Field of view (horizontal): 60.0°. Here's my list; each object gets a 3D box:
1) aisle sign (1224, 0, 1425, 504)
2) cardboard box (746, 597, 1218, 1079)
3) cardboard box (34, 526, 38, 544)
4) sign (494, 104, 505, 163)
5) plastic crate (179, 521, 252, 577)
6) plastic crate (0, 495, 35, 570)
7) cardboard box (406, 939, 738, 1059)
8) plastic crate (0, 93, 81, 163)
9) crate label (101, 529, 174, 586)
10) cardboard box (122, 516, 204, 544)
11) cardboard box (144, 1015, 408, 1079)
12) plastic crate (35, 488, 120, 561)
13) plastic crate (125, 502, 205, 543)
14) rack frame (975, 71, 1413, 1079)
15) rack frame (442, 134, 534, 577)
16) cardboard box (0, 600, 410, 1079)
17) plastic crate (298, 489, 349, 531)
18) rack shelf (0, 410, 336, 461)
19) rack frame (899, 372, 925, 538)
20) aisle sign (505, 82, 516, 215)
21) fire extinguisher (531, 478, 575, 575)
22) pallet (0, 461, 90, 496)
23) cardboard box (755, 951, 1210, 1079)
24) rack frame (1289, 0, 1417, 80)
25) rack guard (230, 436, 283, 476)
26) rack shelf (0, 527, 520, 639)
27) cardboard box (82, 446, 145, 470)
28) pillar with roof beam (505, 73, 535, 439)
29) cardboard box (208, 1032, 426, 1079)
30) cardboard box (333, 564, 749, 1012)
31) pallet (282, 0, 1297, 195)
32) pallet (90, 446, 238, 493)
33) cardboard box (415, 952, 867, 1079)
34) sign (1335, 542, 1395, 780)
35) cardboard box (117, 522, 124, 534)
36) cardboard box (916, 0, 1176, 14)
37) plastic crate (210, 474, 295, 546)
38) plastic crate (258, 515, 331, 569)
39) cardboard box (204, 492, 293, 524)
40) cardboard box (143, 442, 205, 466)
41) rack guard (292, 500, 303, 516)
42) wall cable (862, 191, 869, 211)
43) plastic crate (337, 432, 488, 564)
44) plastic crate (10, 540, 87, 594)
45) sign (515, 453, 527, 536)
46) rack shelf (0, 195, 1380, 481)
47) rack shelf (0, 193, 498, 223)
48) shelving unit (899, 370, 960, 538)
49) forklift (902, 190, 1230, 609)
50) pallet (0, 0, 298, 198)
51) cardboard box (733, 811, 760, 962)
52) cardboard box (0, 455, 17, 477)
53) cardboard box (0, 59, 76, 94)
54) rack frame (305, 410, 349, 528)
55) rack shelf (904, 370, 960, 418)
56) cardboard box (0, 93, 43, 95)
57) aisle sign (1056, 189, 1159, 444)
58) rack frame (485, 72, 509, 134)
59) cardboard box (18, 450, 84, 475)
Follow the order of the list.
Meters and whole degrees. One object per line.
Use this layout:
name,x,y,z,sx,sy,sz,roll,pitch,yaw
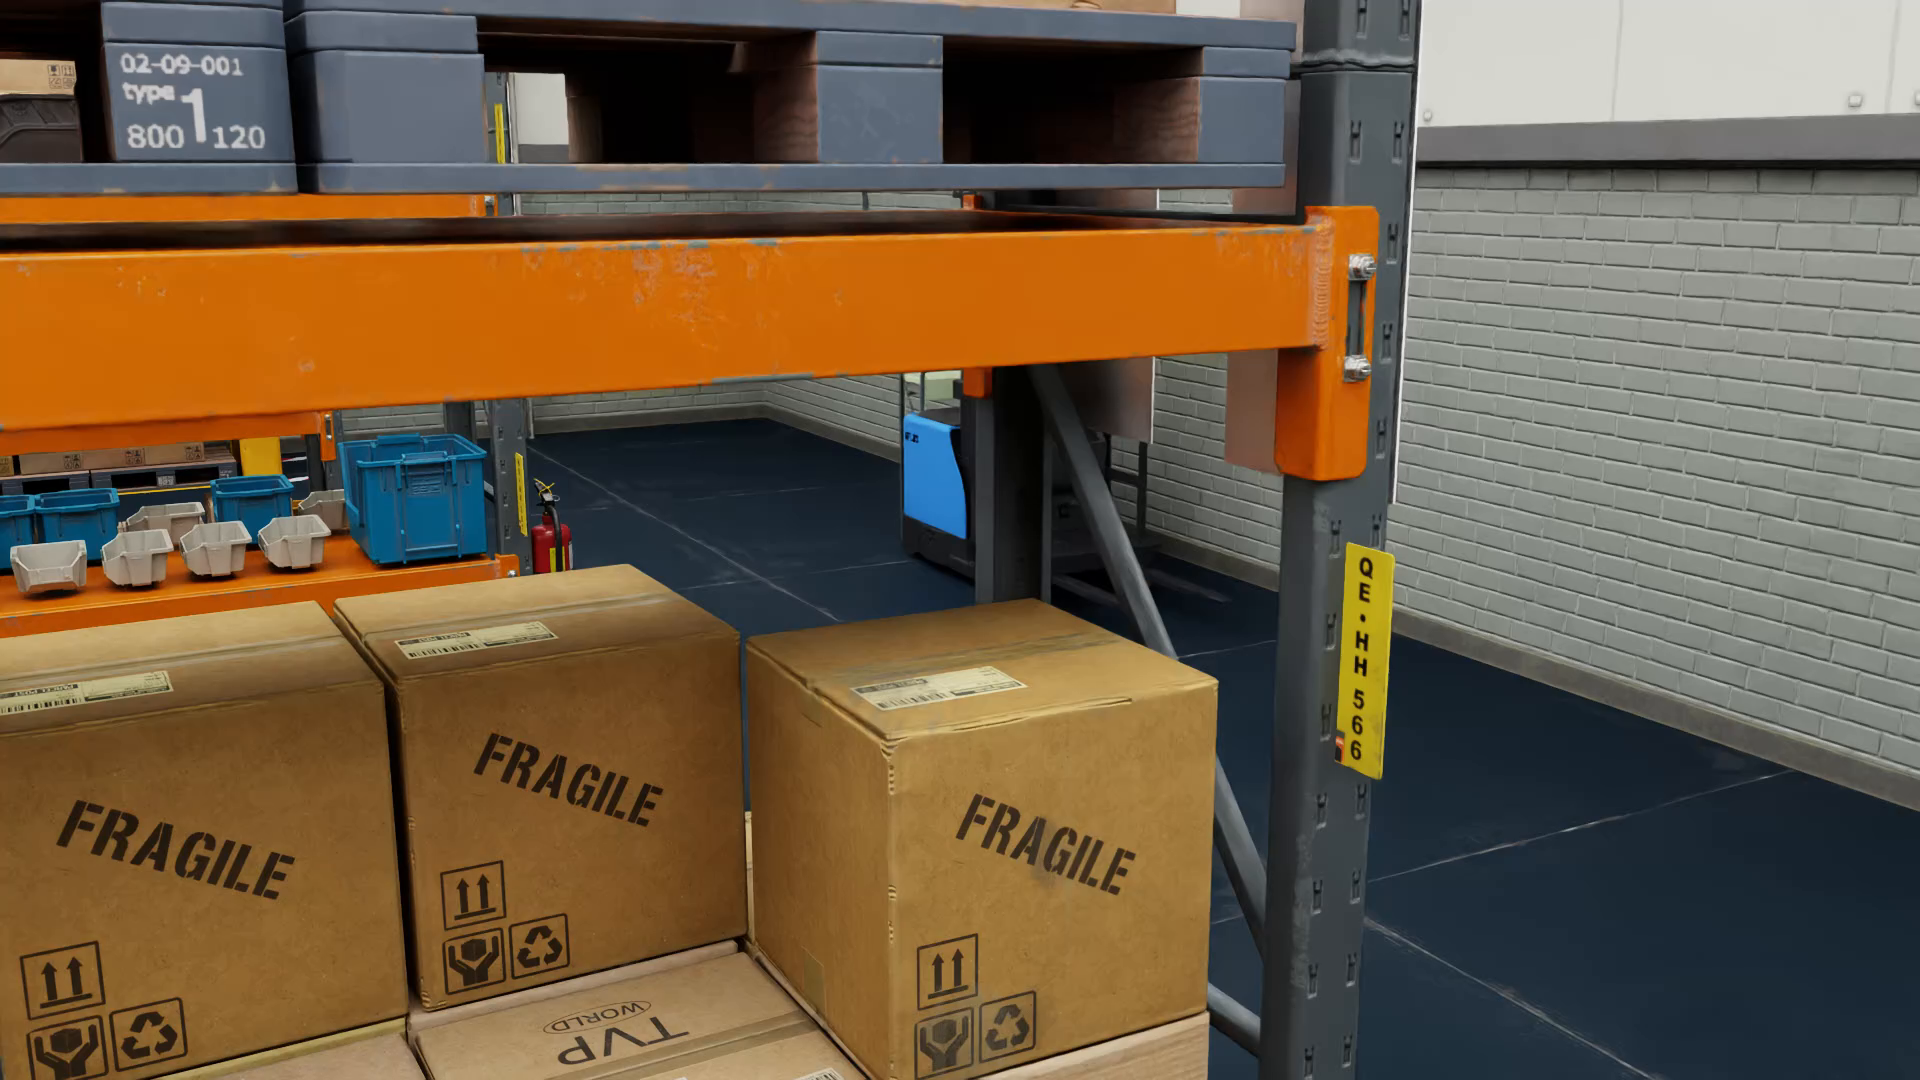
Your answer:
aisle sign,0.527,-0.473,2.460,0.004,0.787,0.394,-7,14,-28
cardboard box,0.018,0.409,2.417,0.500,0.500,0.500,-7,14,-27
cardboard box,-6.288,0.061,10.692,0.637,0.503,0.797,-7,14,-28
sign,-1.776,-1.518,6.429,0.005,0.325,0.100,-7,14,-28
plastic crate,-2.944,0.038,6.573,0.243,0.136,0.396,-7,14,-28
plastic crate,-3.847,-0.025,6.632,0.300,0.233,0.416,-7,14,-28
cardboard box,-0.684,0.727,2.711,0.500,0.250,0.500,-7,14,-29
plastic crate,-3.526,-1.535,6.409,0.767,0.338,0.504,-7,14,-28
crate label,-3.177,0.072,6.422,0.243,0.136,0.396,-7,14,-28
cardboard box,-5.476,0.017,11.462,0.500,0.250,0.500,-7,14,-28
cardboard box,-1.127,0.779,2.479,0.500,0.250,0.500,-7,15,-30
plastic crate,-3.584,-0.056,6.773,0.300,0.233,0.416,-7,14,-28
plastic crate,-3.345,-0.059,7.003,0.298,0.136,0.250,-7,14,-28
rack frame,0.320,0.745,2.969,0.127,3.000,1.000,-7,14,-28
rack frame,-2.054,-0.210,7.210,0.127,3.000,1.000,-7,14,-28
cardboard box,-1.122,0.414,2.396,0.500,0.500,0.500,-7,15,-29
plastic crate,-2.749,-0.130,7.320,0.298,0.136,0.250,-7,14,-28
rack shelf,-6.179,-0.604,10.597,4.000,0.370,1.077,-7,14,-28
rack frame,-0.369,-0.712,12.855,0.023,1.500,0.400,-7,14,-27
aisle sign,-1.850,-1.429,6.707,0.004,0.787,0.394,-7,14,-28
fire extinguisher,-1.703,0.081,6.941,0.183,0.674,0.296,-7,14,-28
pallet,-8.534,-0.532,14.993,1.213,0.211,1.003,-7,14,-28
cardboard box,0.021,0.775,2.499,0.500,0.250,0.500,-7,15,-29
rack frame,0.320,-2.182,2.310,0.127,3.000,1.000,-7,14,-28
rack guard,-6.779,-0.902,15.979,0.348,0.500,1.175,-7,14,-28
rack shelf,-3.809,0.351,6.354,4.000,0.370,1.077,-7,14,-28
cardboard box,-7.806,-0.959,15.275,0.500,0.500,0.700,-7,14,-28
pillar with roof beam,-2.782,-4.667,13.351,0.400,9.000,9.100,-7,14,-28
cardboard box,-0.871,0.882,2.024,0.500,0.250,0.500,-7,15,-30
cardboard box,-0.670,0.358,2.643,0.500,0.500,0.500,-7,15,-29
pallet,-0.327,-0.595,2.293,1.213,0.211,1.003,-7,14,-28
pallet,-7.465,-0.659,15.559,1.213,0.211,1.003,-7,14,-28
cardboard box,-0.424,0.828,2.262,0.500,0.250,0.500,-7,15,-29
sign,0.567,0.170,2.344,0.005,0.325,0.100,-7,14,-28
cardboard box,-5.915,0.070,11.228,0.500,0.250,0.500,-7,14,-28
cardboard box,-0.111,-0.956,2.282,0.500,0.500,0.700,-8,15,-31
plastic crate,-3.006,-0.126,7.080,0.300,0.233,0.416,-7,14,-28
plastic crate,-2.683,0.010,6.696,0.243,0.136,0.396,-7,14,-28
cardboard box,-4.783,-0.055,11.214,0.500,0.500,0.500,-7,14,-28
cardboard box,-7.367,-1.012,15.509,0.500,0.500,0.700,-7,14,-28
rack guard,-4.490,0.063,11.692,0.348,0.500,1.175,-7,14,-28
wall cable,-1.665,-4.057,17.714,0.112,2.526,3.097,-7,14,-28
plastic crate,-2.258,-0.185,6.883,0.499,0.435,0.616,-7,14,-28
plastic crate,-3.428,0.107,6.268,0.250,0.136,0.298,-7,14,-28
sign,-1.776,-0.185,6.729,0.005,0.325,0.100,-7,14,-28
rack shelf,-1.436,-0.157,1.783,4.000,0.370,1.077,-7,14,-28
rack shelf,-3.809,-1.112,6.025,4.000,0.370,1.077,-7,14,-28
shelving unit,-0.045,-0.749,13.021,0.755,1.500,0.431,-7,14,-27
forklift,0.695,-1.096,11.302,1.130,2.935,3.031,-7,14,-27
pallet,-1.399,-0.466,1.719,1.213,0.211,1.003,-7,14,-28
cardboard box,-0.231,0.671,2.959,0.500,0.250,0.500,-7,15,-29
cardboard box,-8.712,-0.848,14.784,0.500,0.500,0.700,-6,14,-27
cardboard box,-5.734,-2.998,10.262,0.500,0.500,0.700,-7,14,-28
rack frame,-4.424,-1.165,11.453,0.127,3.000,1.000,-7,14,-28
rack shelf,-0.046,-1.130,12.936,0.720,0.370,0.431,-7,14,-27
cardboard box,-5.632,-2.591,10.163,0.500,0.250,0.500,-7,14,-28
aisle sign,0.239,-0.589,2.974,0.004,0.787,0.394,-7,14,-28
rack frame,-2.054,-3.137,6.551,0.127,3.000,1.000,-7,14,-28
cardboard box,-8.247,-0.906,15.039,0.500,0.500,0.700,-7,15,-30
